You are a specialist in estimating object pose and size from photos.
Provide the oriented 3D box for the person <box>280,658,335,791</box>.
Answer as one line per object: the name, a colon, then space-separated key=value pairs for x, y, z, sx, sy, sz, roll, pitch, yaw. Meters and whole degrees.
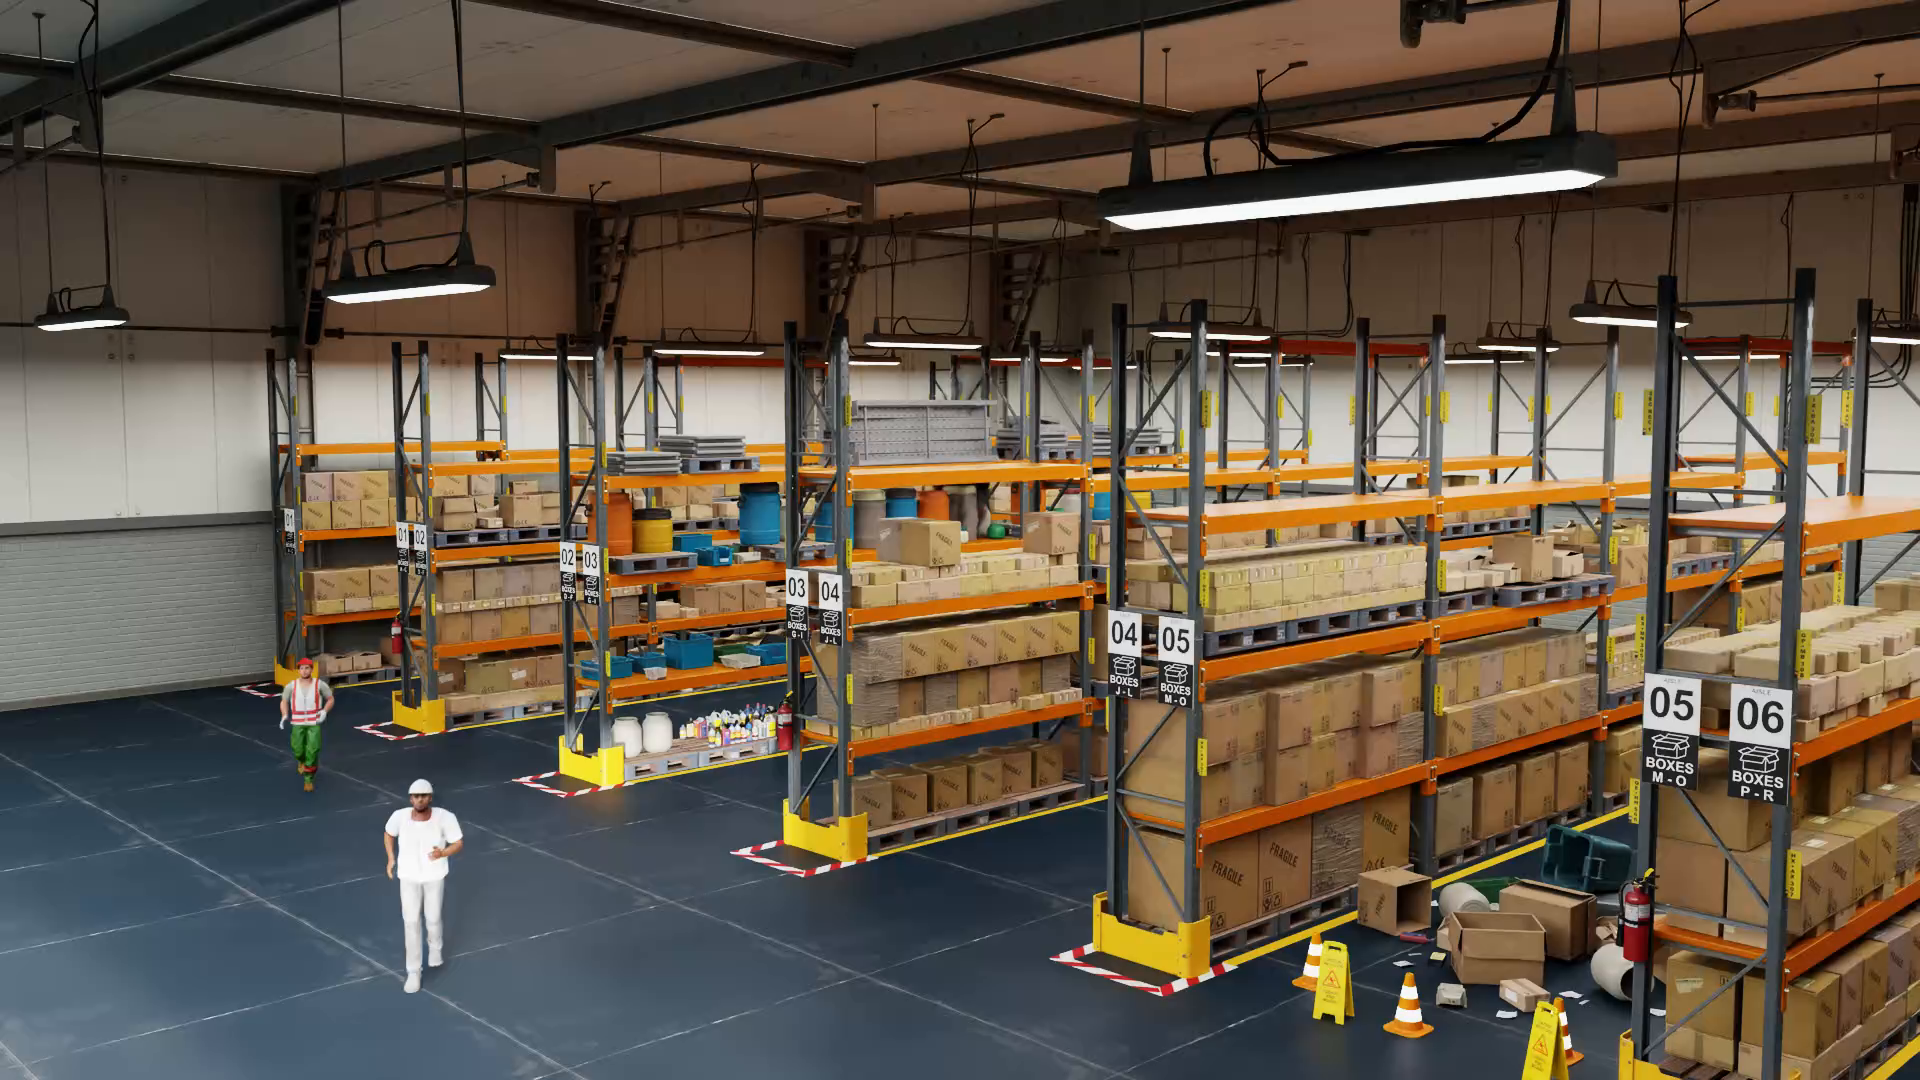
person: x=-8.580 y=2.414 z=21.883 sx=0.673 sy=1.732 sz=0.536 roll=-1 pitch=5 yaw=-16

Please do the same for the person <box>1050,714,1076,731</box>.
person: x=1.494 y=1.945 z=24.331 sx=0.458 sy=1.684 sz=0.575 roll=-5 pitch=7 yaw=-43

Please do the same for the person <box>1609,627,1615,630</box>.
person: x=10.029 y=2.147 z=25.483 sx=0.827 sy=1.613 sz=0.618 roll=-4 pitch=6 yaw=-39

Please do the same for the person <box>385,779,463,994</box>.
person: x=-4.744 y=2.995 z=14.708 sx=0.687 sy=1.793 sz=0.827 roll=-1 pitch=5 yaw=-12
